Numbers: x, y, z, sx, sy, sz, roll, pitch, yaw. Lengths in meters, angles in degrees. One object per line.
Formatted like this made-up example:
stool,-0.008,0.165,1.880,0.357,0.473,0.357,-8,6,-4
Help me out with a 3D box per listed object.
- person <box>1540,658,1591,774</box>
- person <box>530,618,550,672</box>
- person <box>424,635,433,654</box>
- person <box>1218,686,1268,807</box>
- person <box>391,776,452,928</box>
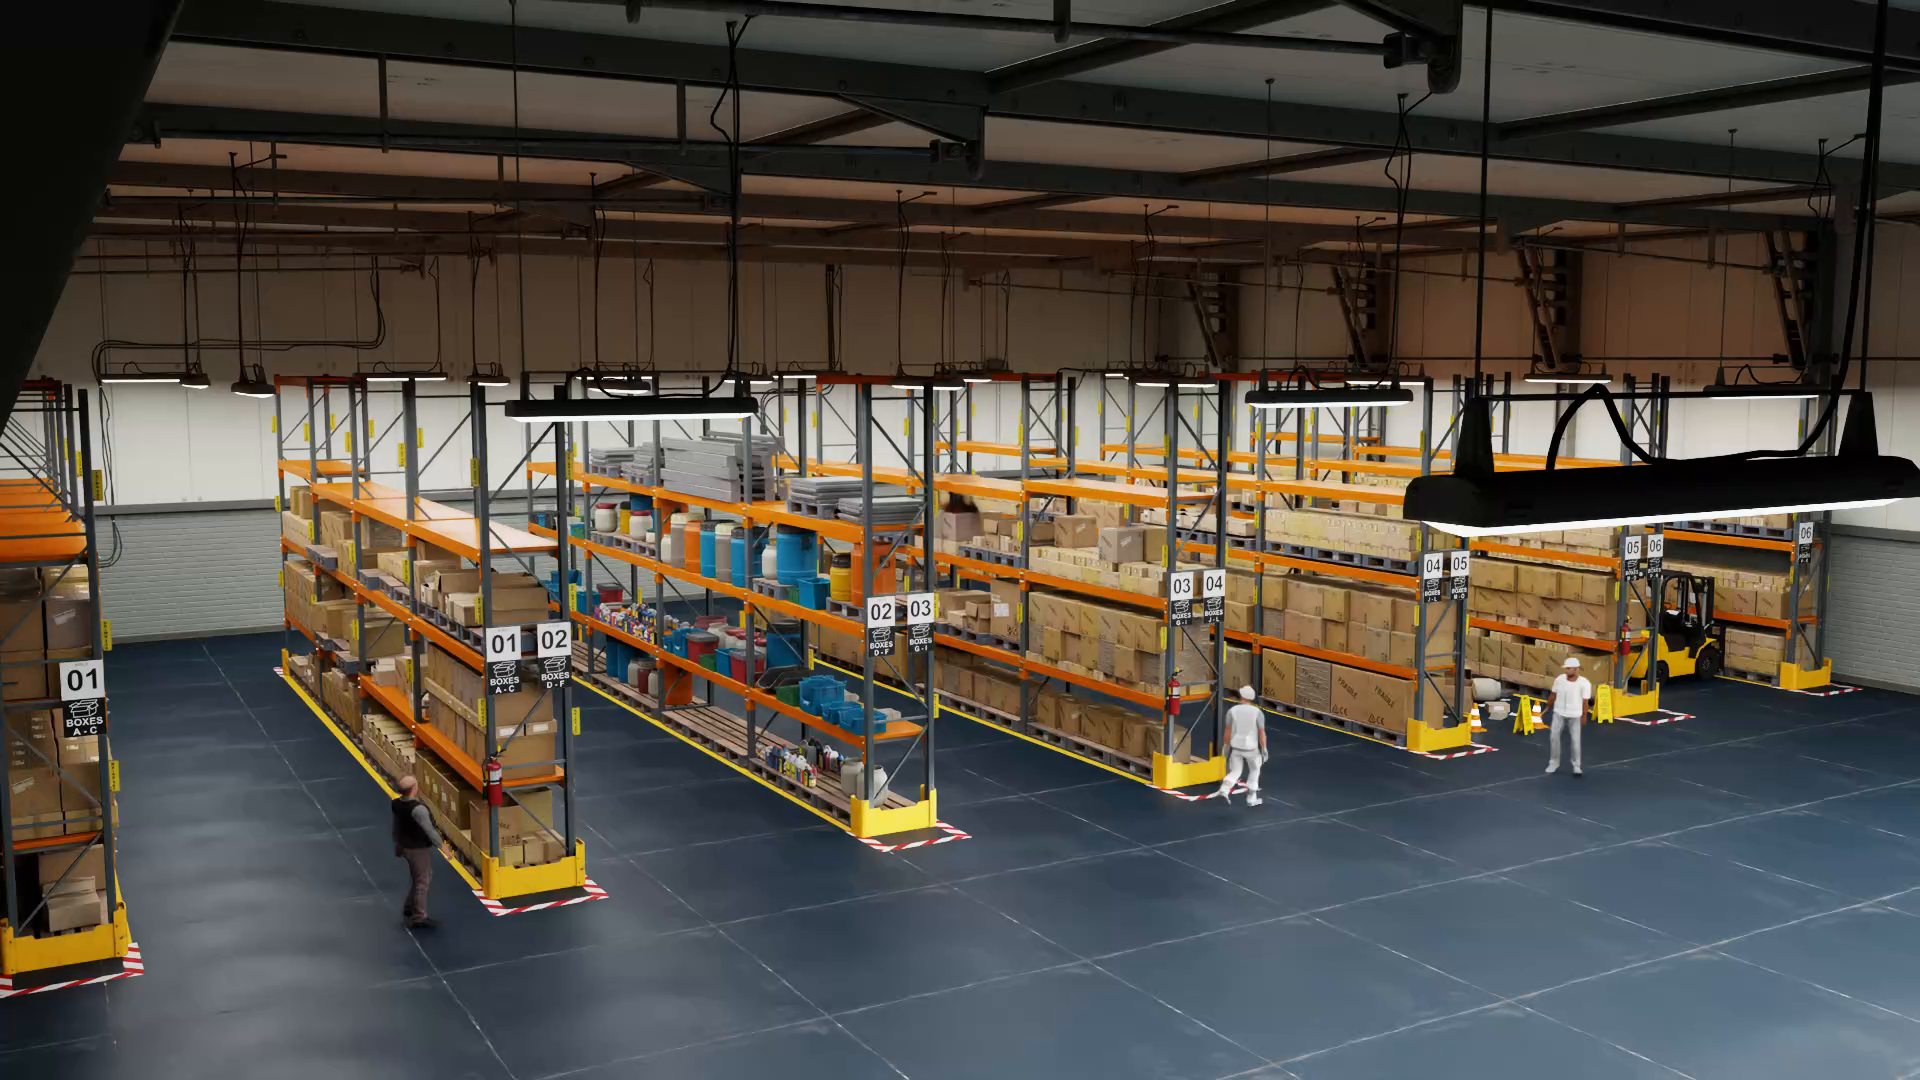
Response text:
person,9.228,2.678,25.379,0.711,1.803,0.377,4,7,33
person,-7.885,2.044,31.272,0.637,1.774,0.782,-3,7,-22
person,-10.257,2.020,32.149,0.449,1.584,0.516,-4,8,-35
person,3.984,2.909,23.288,0.594,1.751,0.853,5,8,38
person,-6.018,3.463,18.573,0.584,1.733,0.592,-3,7,-27
